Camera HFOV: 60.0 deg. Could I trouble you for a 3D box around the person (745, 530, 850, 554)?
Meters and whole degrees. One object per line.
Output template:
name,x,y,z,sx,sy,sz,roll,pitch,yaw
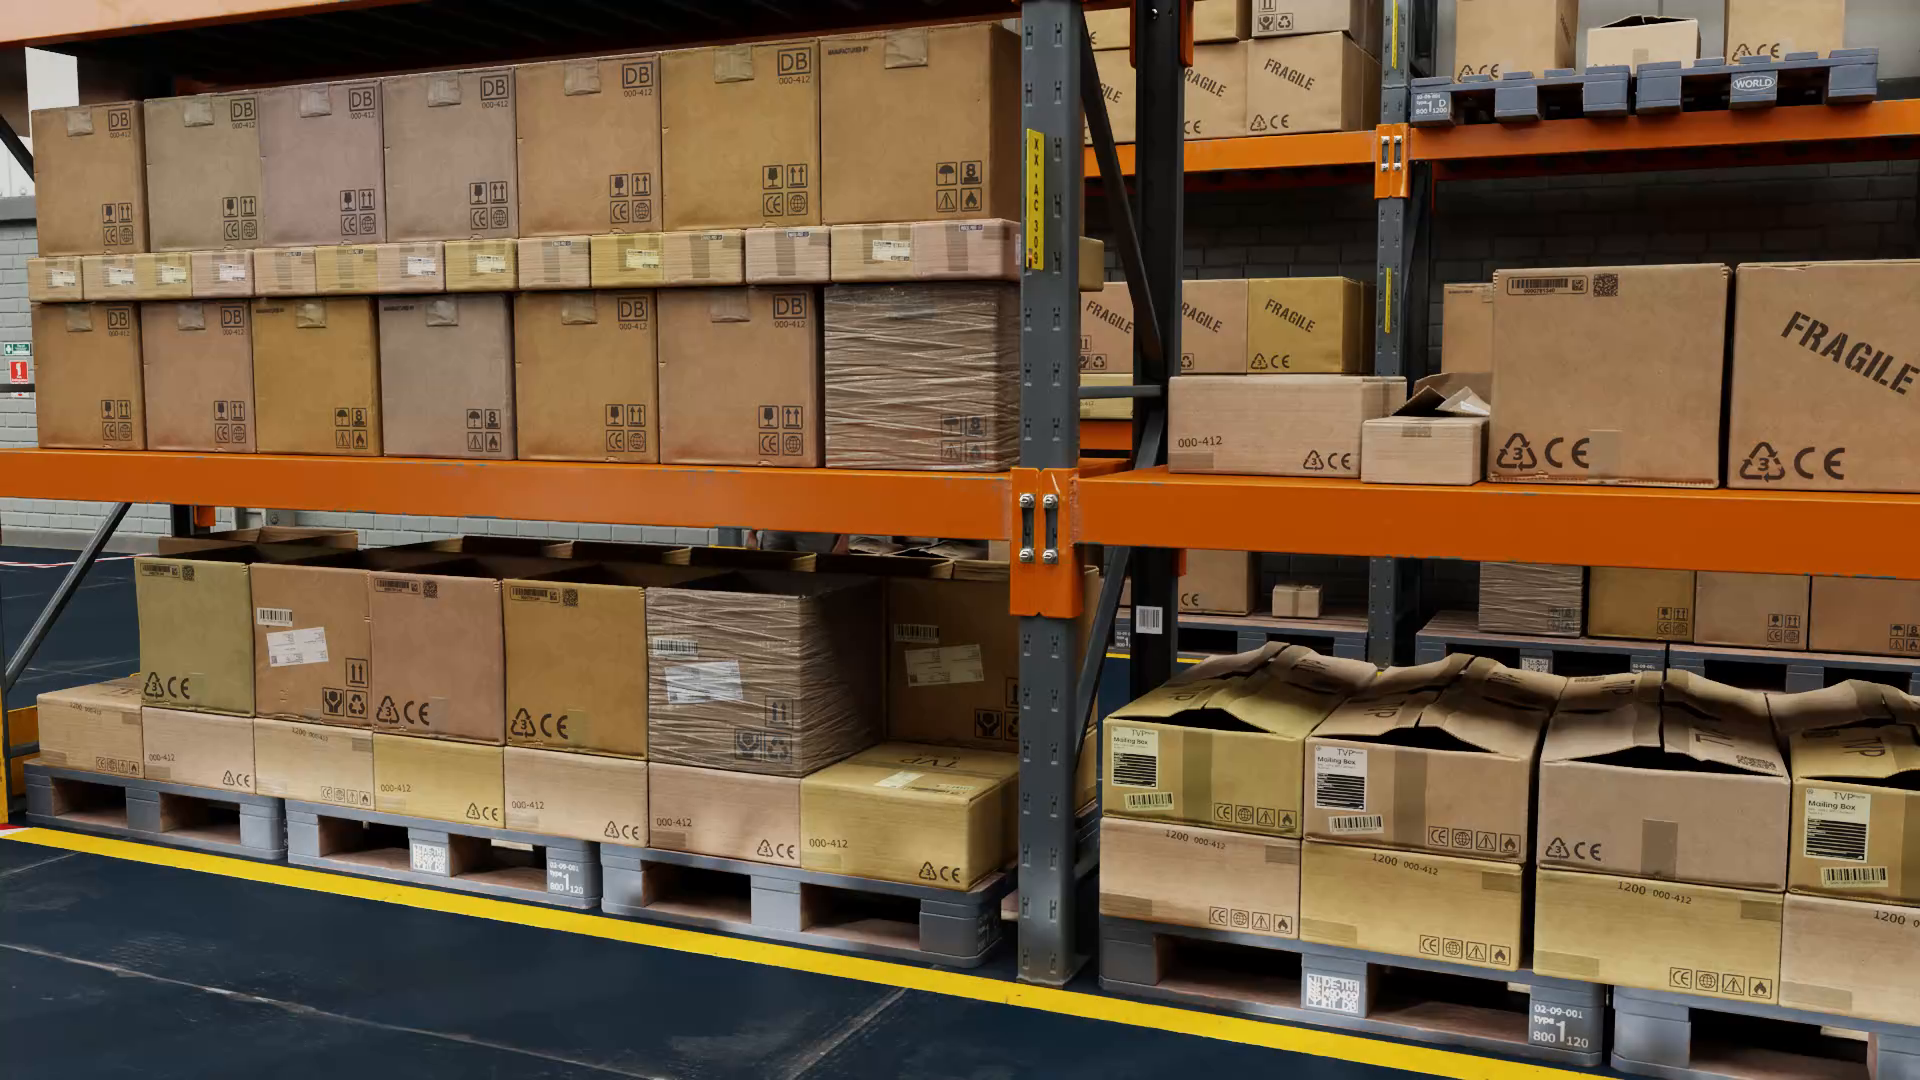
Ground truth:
person,-0.718,0.001,7.358,0.523,1.655,0.351,2,6,22
